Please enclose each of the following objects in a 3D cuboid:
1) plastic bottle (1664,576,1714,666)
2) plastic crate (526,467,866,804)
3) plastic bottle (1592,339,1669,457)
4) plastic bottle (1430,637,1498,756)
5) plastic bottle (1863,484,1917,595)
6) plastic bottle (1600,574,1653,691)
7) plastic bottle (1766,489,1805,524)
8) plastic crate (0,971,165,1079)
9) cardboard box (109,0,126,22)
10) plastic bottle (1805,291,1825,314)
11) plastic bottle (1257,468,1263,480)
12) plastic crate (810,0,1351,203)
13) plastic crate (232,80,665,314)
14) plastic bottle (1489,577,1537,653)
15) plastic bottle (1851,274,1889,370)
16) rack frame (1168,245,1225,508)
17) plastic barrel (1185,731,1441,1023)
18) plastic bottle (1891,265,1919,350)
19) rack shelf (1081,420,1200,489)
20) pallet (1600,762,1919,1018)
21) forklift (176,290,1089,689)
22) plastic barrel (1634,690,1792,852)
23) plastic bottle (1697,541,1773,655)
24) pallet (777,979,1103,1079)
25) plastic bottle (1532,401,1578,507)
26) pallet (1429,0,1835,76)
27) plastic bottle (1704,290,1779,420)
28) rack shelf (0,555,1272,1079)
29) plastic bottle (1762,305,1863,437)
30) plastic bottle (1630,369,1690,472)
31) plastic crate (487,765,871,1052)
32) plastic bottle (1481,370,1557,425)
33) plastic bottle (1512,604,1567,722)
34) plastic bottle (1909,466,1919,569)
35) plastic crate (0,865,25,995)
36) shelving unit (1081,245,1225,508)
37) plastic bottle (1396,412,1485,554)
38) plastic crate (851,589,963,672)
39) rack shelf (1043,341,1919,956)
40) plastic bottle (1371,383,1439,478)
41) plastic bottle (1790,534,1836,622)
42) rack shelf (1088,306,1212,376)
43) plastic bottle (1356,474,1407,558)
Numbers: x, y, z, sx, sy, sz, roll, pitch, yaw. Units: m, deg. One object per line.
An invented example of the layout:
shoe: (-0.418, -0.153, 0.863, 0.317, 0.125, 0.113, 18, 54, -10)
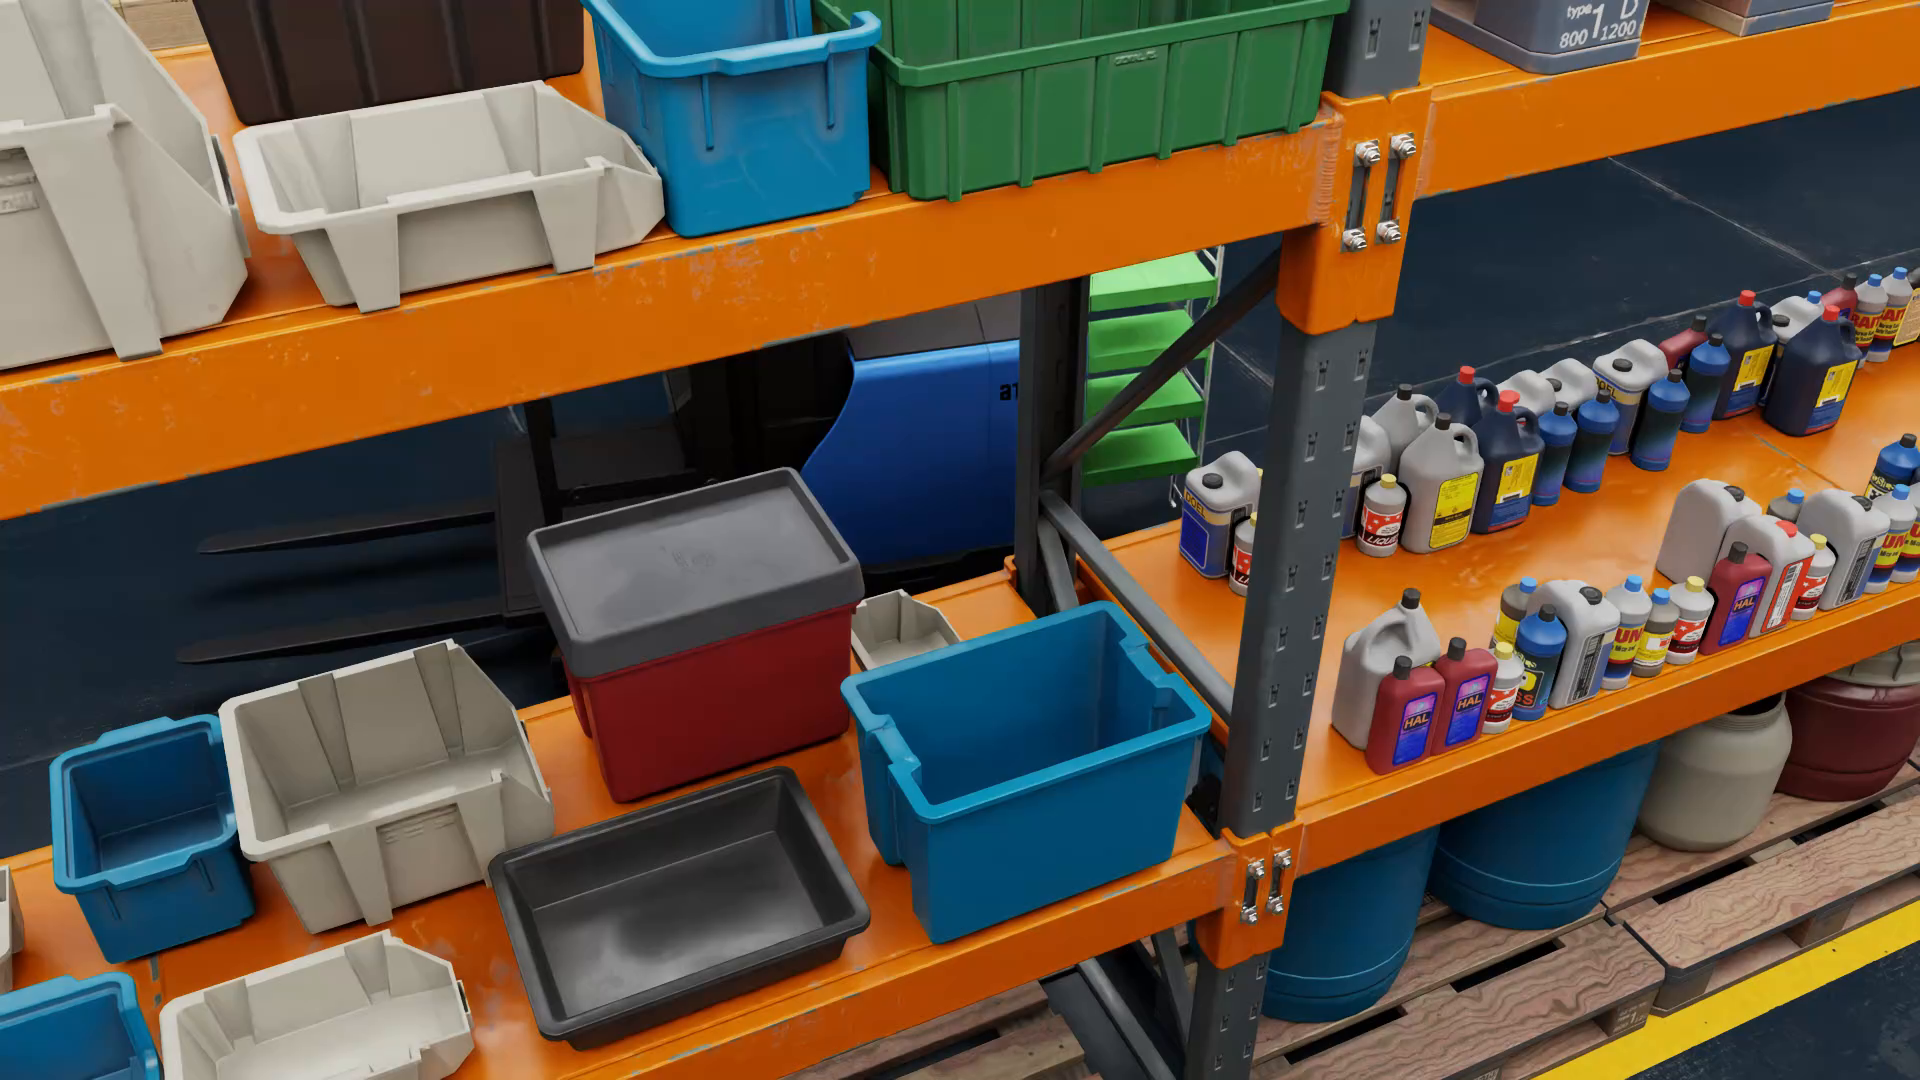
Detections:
plastic bottle: (1.598, 0.170, 3.670, 0.097, 0.201, 0.097, 0, 37, 0)
plastic crate: (-0.522, 0.199, 3.360, 0.583, 0.464, 0.402, -16, 39, -20)
plastic bottle: (1.731, -0.379, 4.347, 0.135, 0.276, 0.152, -16, 39, -20)
plastic bottle: (1.027, 0.308, 3.414, 0.133, 0.283, 0.061, -16, 39, -20)
plastic bottle: (2.139, -0.010, 3.853, 0.097, 0.271, 0.097, 0, 37, 0)
plastic bottle: (1.422, 0.191, 3.583, 0.097, 0.271, 0.097, 0, 37, 0)
plastic bottle: (1.952, -0.029, 3.938, 0.097, 0.201, 0.097, 0, 37, 0)
plastic crate: (-1.401, 0.920, 2.582, 0.300, 0.233, 0.416, -16, 39, -20)
cardboard box: (-3.389, -1.931, 6.211, 0.500, 0.250, 0.500, -16, 40, -21)
plastic bottle: (2.323, -0.561, 4.596, 0.097, 0.271, 0.097, 0, 37, 0)
plastic bottle: (0.706, -0.080, 4.007, 0.097, 0.201, 0.097, 0, 37, 0)
plastic crate: (0.138, -0.691, 2.324, 0.662, 0.188, 0.450, -16, 39, -20)
plastic crate: (-0.597, -0.414, 1.993, 0.466, 0.136, 0.293, -16, 39, -20)
plastic bottle: (1.235, 0.171, 3.668, 0.097, 0.201, 0.097, 0, 37, 0)
plastic bottle: (2.532, -0.619, 4.675, 0.097, 0.271, 0.097, 0, 37, 0)
rack frame: (0.847, -0.567, 6.008, 0.015, 1.200, 0.240, -9, 37, -12)
plastic barrel: (0.893, 0.704, 4.192, 0.708, 0.901, 0.600, -16, 39, -20)
plastic bottle: (2.717, -0.687, 4.757, 0.133, 0.283, 0.061, -16, 39, -20)
rack shelf: (0.612, -0.286, 6.139, 0.480, 0.148, 0.258, -9, 37, -12)
pallet: (2.215, 0.794, 5.002, 1.213, 0.211, 1.003, -16, 39, -20)
forklift: (-1.141, -1.027, 5.174, 3.031, 2.935, 1.130, -9, 37, -12)
plastic barrel: (2.083, 0.586, 4.678, 0.421, 0.512, 0.421, 0, 37, 0)
plastic bottle: (1.710, 0.117, 3.672, 0.133, 0.283, 0.061, -16, 39, -20)
pallet: (-0.256, 1.485, 4.070, 1.213, 0.211, 1.003, -16, 39, -20)
plastic bottle: (1.470, -0.222, 4.139, 0.097, 0.271, 0.097, 0, 37, 0)
pallet: (1.061, -1.222, 3.020, 1.003, 0.211, 1.213, -16, 39, -20)
plastic bottle: (2.083, -0.510, 4.461, 0.185, 0.351, 0.144, -16, 39, -20)
rack shelf: (-1.417, 0.953, 3.051, 4.000, 0.370, 1.077, -16, 39, -20)
plastic bottle: (2.270, -0.462, 4.396, 0.185, 0.351, 0.144, -16, 39, -20)
plastic bottle: (1.801, -0.315, 4.264, 0.097, 0.271, 0.097, 0, 37, 0)
plastic crate: (-0.506, 0.673, 3.006, 0.590, 0.125, 0.437, -16, 39, -20)
plastic bottle: (1.400, -0.286, 4.222, 0.135, 0.276, 0.152, -16, 39, -20)
plastic bottle: (1.212, 0.250, 3.504, 0.097, 0.271, 0.097, 0, 37, 0)
plastic bottle: (2.345, -0.114, 3.928, 0.185, 0.351, 0.144, -16, 39, -20)
plastic crate: (-1.796, 0.714, 2.940, 0.250, 0.136, 0.298, -16, 39, -20)
shelving unit: (0.612, -0.530, 5.958, 0.503, 1.200, 0.258, -9, 37, -12)
plastic bottle: (1.147, -0.153, 3.980, 0.185, 0.351, 0.144, -16, 39, -20)
plastic crate: (-0.089, 0.281, 3.525, 0.243, 0.136, 0.396, -16, 39, -20)
rack shelf: (2.204, -0.059, 4.416, 4.000, 0.370, 1.077, -16, 39, -20)
plastic bottle: (1.086, -0.231, 4.085, 0.185, 0.351, 0.144, -16, 39, -20)
plastic bottle: (1.929, 0.077, 3.795, 0.097, 0.201, 0.097, 0, 37, 0)
rack shelf: (0.612, -0.672, 5.853, 0.480, 0.148, 0.258, -9, 37, -12)
plastic bottle: (1.013, -0.066, 3.988, 0.097, 0.201, 0.097, 0, 37, 0)
